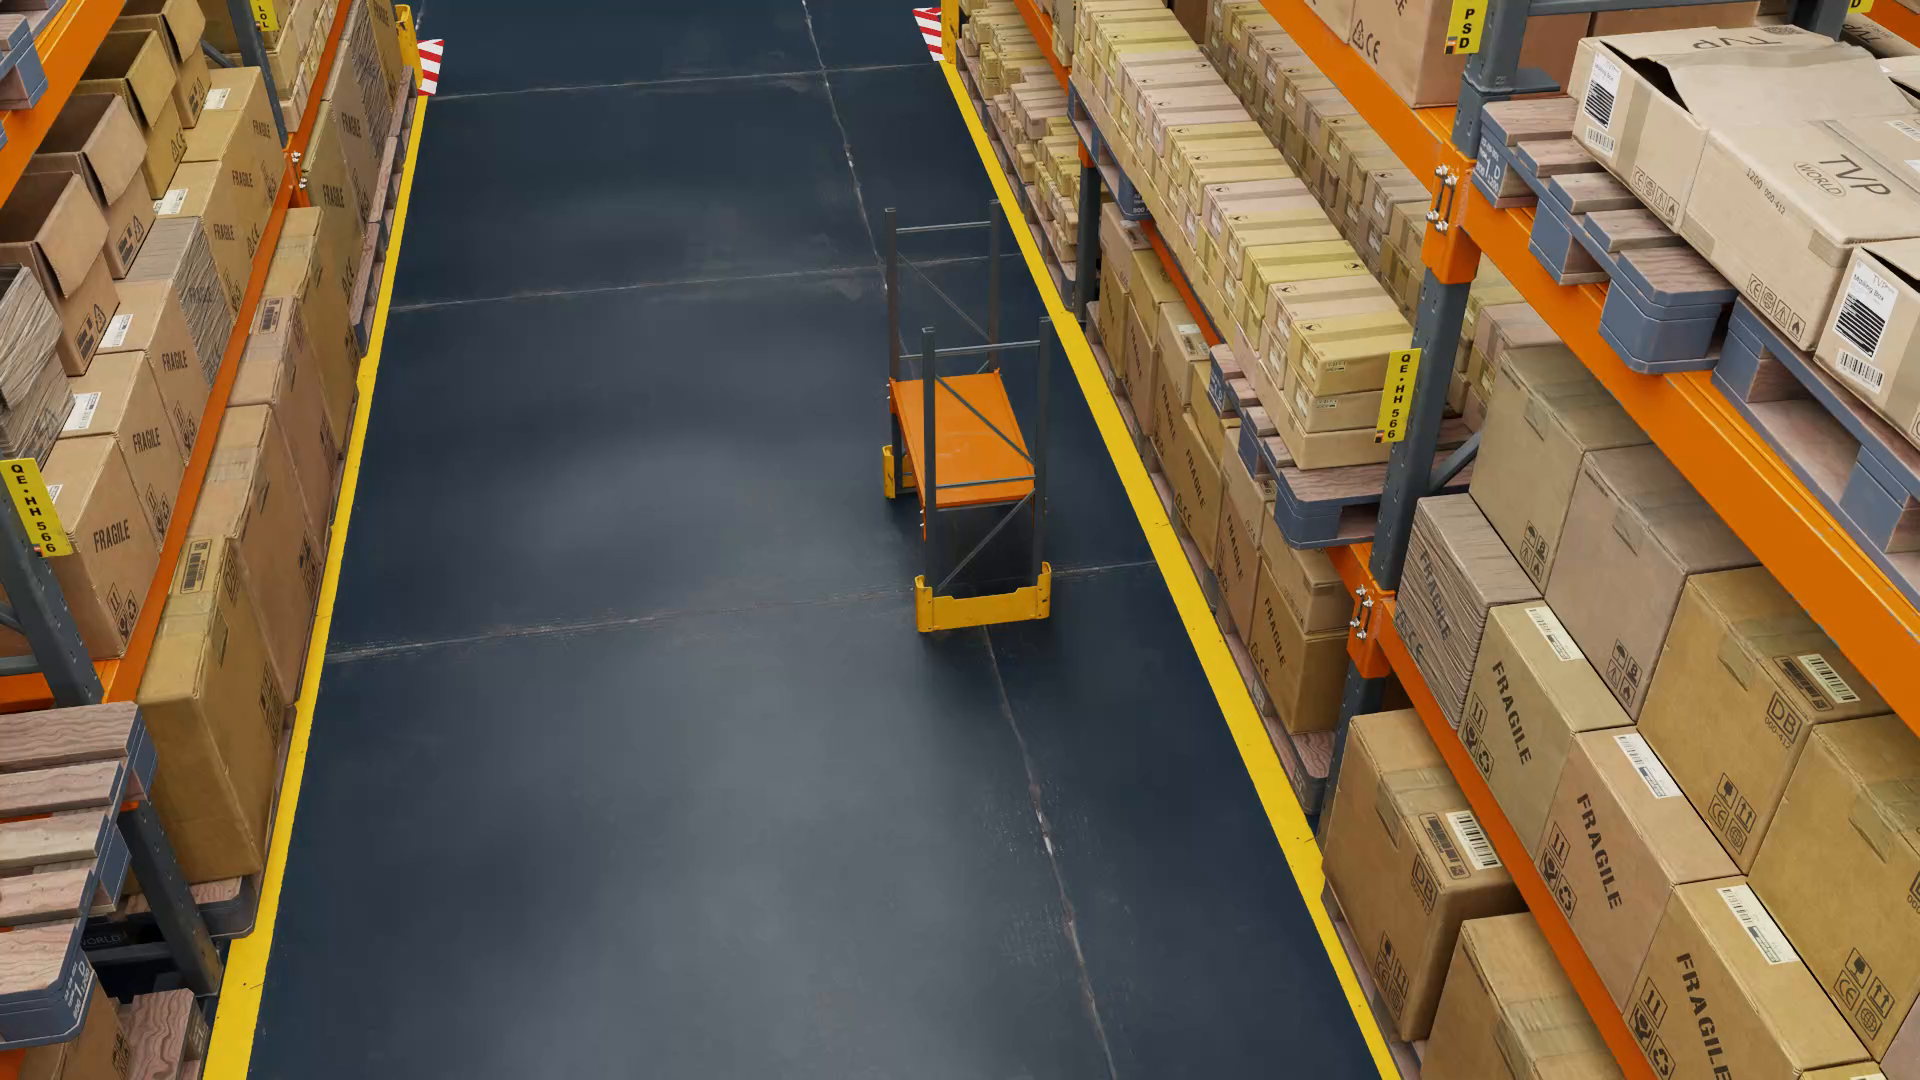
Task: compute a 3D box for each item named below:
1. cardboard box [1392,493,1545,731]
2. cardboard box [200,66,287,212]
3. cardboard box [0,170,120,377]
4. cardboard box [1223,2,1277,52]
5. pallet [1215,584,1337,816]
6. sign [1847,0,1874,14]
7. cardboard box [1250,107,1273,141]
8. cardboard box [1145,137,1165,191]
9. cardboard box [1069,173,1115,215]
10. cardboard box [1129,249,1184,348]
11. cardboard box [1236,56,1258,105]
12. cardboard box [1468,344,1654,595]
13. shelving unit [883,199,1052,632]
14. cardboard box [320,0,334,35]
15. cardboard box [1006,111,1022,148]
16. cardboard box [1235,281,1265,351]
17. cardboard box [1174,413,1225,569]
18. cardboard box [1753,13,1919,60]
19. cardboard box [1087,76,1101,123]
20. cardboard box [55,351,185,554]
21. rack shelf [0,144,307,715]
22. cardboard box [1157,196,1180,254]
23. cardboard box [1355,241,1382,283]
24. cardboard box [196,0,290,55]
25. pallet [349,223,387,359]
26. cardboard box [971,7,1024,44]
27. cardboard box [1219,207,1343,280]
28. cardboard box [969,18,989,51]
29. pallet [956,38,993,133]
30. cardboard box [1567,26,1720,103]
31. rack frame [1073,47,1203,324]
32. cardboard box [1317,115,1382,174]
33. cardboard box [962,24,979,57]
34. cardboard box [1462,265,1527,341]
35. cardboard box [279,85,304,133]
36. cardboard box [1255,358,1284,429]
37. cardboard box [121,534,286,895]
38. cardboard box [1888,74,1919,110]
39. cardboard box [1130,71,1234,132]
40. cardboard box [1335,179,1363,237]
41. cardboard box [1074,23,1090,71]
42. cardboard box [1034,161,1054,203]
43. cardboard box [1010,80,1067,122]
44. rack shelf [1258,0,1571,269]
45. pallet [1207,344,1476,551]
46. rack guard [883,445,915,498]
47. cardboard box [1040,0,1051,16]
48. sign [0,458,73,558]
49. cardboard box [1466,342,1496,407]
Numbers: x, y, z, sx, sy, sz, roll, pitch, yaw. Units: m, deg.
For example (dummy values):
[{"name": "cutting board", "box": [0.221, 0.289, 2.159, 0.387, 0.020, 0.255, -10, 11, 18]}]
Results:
[{"name": "cardboard box", "box": [1.658, 0.194, 4.974, 0.500, 0.500, 0.500, -6, 38, -7]}, {"name": "cardboard box", "box": [-3.406, -1.797, 7.537, 0.500, 0.500, 0.500, -6, 38, -8]}, {"name": "cardboard box", "box": [-3.280, -0.868, 5.523, 0.797, 0.503, 0.637, -5, 38, -7]}, {"name": "cardboard box", "box": [1.454, -2.401, 7.773, 0.380, 0.149, 0.250, -7, 38, -9]}, {"name": "pallet", "box": [1.709, 0.562, 6.855, 1.003, 0.211, 1.213, -6, 38, -8]}, {"name": "sign", "box": [2.393, -1.542, 4.359, 0.100, 0.325, 0.005, -6, 38, -8]}, {"name": "cardboard box", "box": [1.540, -1.872, 7.577, 0.380, 0.149, 0.250, -8, 39, -10]}, {"name": "cardboard box", "box": [0.995, -1.588, 6.969, 0.380, 0.149, 0.250, -7, 38, -9]}, {"name": "cardboard box", "box": [0.825, -1.945, 9.305, 0.380, 0.149, 0.250, -5, 38, -7]}, {"name": "cardboard box", "box": [1.109, -1.162, 7.884, 0.500, 0.250, 0.500, -5, 38, -7]}, {"name": "cardboard box", "box": [1.496, -2.139, 7.678, 0.380, 0.149, 0.250, -5, 38, -6]}, {"name": "cardboard box", "box": [1.914, -0.229, 4.704, 0.700, 0.500, 0.500, -6, 38, -8]}, {"name": "shelving unit", "box": [0.013, -0.546, 7.231, 0.587, 1.500, 1.083, -6, 38, -8]}, {"name": "cardboard box", "box": [-3.709, -2.909, 9.254, 0.380, 0.149, 0.250, -6, 38, -7]}, {"name": "cardboard box", "box": [0.504, -2.655, 10.704, 0.380, 0.149, 0.250, -6, 38, -8]}, {"name": "cardboard box", "box": [1.213, -0.820, 5.981, 0.380, 0.149, 0.250, -5, 38, -7]}, {"name": "cardboard box", "box": [1.276, -0.247, 7.318, 0.500, 0.500, 0.500, -8, 39, -10]}, {"name": "cardboard box", "box": [5.837, -3.162, 11.121, 0.875, 0.438, 0.875, -7, 38, -9]}, {"name": "cardboard box", "box": [0.814, -2.095, 7.865, 0.380, 0.149, 0.250, -6, 38, -7]}, {"name": "cardboard box", "box": [-2.966, -0.268, 5.569, 0.500, 0.500, 0.500, -7, 38, -9]}, {"name": "rack shelf", "box": [-3.406, -0.519, 6.559, 1.077, 0.370, 4.000, -6, 38, -8]}, {"name": "cardboard box", "box": [1.035, -1.322, 6.869, 0.380, 0.149, 0.250, -8, 39, -10]}, {"name": "cardboard box", "box": [1.773, -1.074, 6.550, 0.380, 0.149, 0.250, -5, 38, -6]}, {"name": "cardboard box", "box": [-3.589, -2.682, 8.026, 0.500, 0.500, 0.500, -6, 38, -8]}, {"name": "pallet", "box": [-3.813, -1.377, 9.351, 1.003, 0.211, 1.213, -6, 38, -8]}, {"name": "cardboard box", "box": [0.285, -3.502, 11.309, 0.380, 0.149, 0.250, -6, 38, -8]}, {"name": "cardboard box", "box": [1.170, -1.086, 6.081, 0.380, 0.149, 0.250, -5, 38, -7]}, {"name": "cardboard box", "box": [0.274, -3.541, 11.602, 0.380, 0.149, 0.250, -6, 38, -8]}, {"name": "pallet", "box": [0.563, -3.257, 11.771, 1.003, 0.211, 1.213, -6, 38, -8]}, {"name": "cardboard box", "box": [1.746, -1.139, 4.107, 0.380, 0.149, 0.250, -8, 38, -10]}, {"name": "rack frame", "box": [1.144, -2.483, 8.501, 1.000, 3.000, 0.127, -6, 38, -8]}, {"name": "cardboard box", "box": [1.683, -1.613, 6.759, 0.380, 0.149, 0.250, -7, 38, -9]}, {"name": "cardboard box", "box": [0.219, -3.588, 11.905, 0.380, 0.149, 0.250, -5, 38, -7]}, {"name": "cardboard box", "box": [1.905, -0.831, 5.752, 0.380, 0.149, 0.250, -7, 38, -9]}, {"name": "cardboard box", "box": [-3.482, -2.126, 8.246, 0.380, 0.149, 0.250, -6, 38, -8]}, {"name": "cardboard box", "box": [1.264, -0.532, 5.853, 0.380, 0.149, 0.250, -6, 38, -8]}, {"name": "cardboard box", "box": [-3.156, 0.660, 5.846, 1.225, 0.875, 0.875, -8, 39, -10]}, {"name": "cardboard box", "box": [2.324, -0.823, 3.568, 0.500, 0.311, 0.500, -6, 38, -8]}, {"name": "cardboard box", "box": [0.944, -1.869, 7.088, 0.380, 0.149, 0.250, -7, 38, -8]}, {"name": "cardboard box", "box": [1.731, -1.342, 6.653, 0.380, 0.149, 0.250, -7, 38, -8]}, {"name": "cardboard box", "box": [0.760, -2.380, 7.988, 0.380, 0.149, 0.250, -6, 38, -7]}, {"name": "cardboard box", "box": [0.652, -2.119, 9.771, 0.380, 0.149, 0.250, -7, 38, -10]}, {"name": "cardboard box", "box": [0.524, -2.725, 10.309, 0.380, 0.149, 0.250, -8, 38, -10]}, {"name": "rack shelf", "box": [1.494, -2.176, 6.247, 1.077, 0.370, 4.000, -6, 38, -8]}, {"name": "pallet", "box": [1.615, -0.410, 5.990, 1.213, 0.211, 1.003, -6, 38, -8]}, {"name": "rack guard", "box": [-0.074, -0.353, 8.001, 0.587, 0.250, 0.087, -6, 38, -8]}, {"name": "cardboard box", "box": [0.691, -3.216, 9.120, 0.500, 0.500, 0.500, -7, 38, -9]}, {"name": "sign", "box": [-2.523, -0.085, 4.535, 0.100, 0.325, 0.005, -6, 38, -8]}, {"name": "cardboard box", "box": [1.958, -0.565, 5.652, 0.380, 0.149, 0.250, -5, 38, -6]}]
